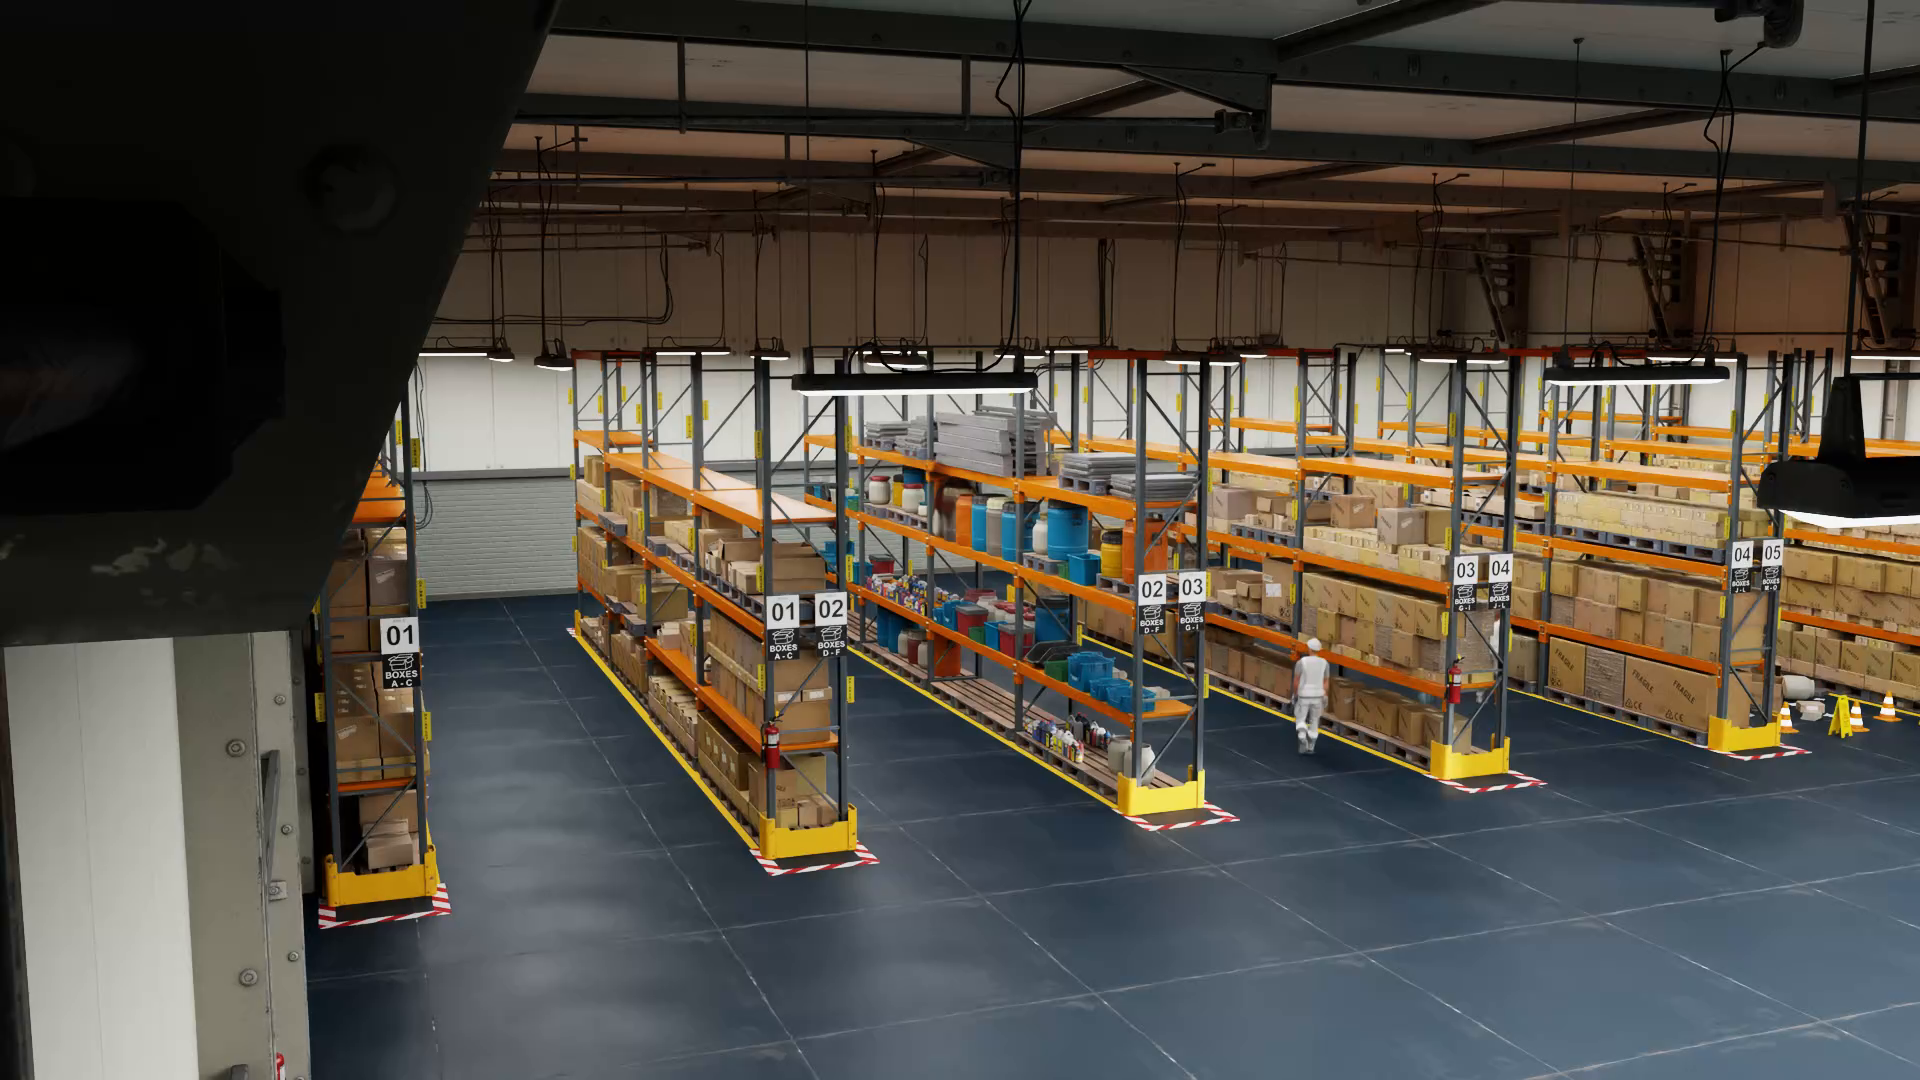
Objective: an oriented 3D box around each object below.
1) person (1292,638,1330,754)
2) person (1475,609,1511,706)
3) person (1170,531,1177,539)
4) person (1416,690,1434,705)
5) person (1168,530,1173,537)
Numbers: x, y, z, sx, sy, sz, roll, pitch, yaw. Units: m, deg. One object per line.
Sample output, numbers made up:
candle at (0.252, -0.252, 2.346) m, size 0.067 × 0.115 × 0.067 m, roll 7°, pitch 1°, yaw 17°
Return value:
person at (5.242, 2.354, 24.874) m, size 0.552 × 1.778 × 0.724 m, roll 2°, pitch 7°, yaw 14°
person at (9.101, 1.921, 28.436) m, size 0.483 × 1.761 × 0.631 m, roll -6°, pitch 9°, yaw -40°
person at (5.342, 0.443, 41.080) m, size 0.593 × 1.560 × 0.501 m, roll -3°, pitch 8°, yaw -22°
person at (7.615, 2.077, 27.266) m, size 0.553 × 1.758 × 0.623 m, roll -2°, pitch 7°, yaw -16°
person at (5.655, -0.002, 44.398) m, size 0.825 × 1.613 × 0.460 m, roll -5°, pitch 9°, yaw -36°
